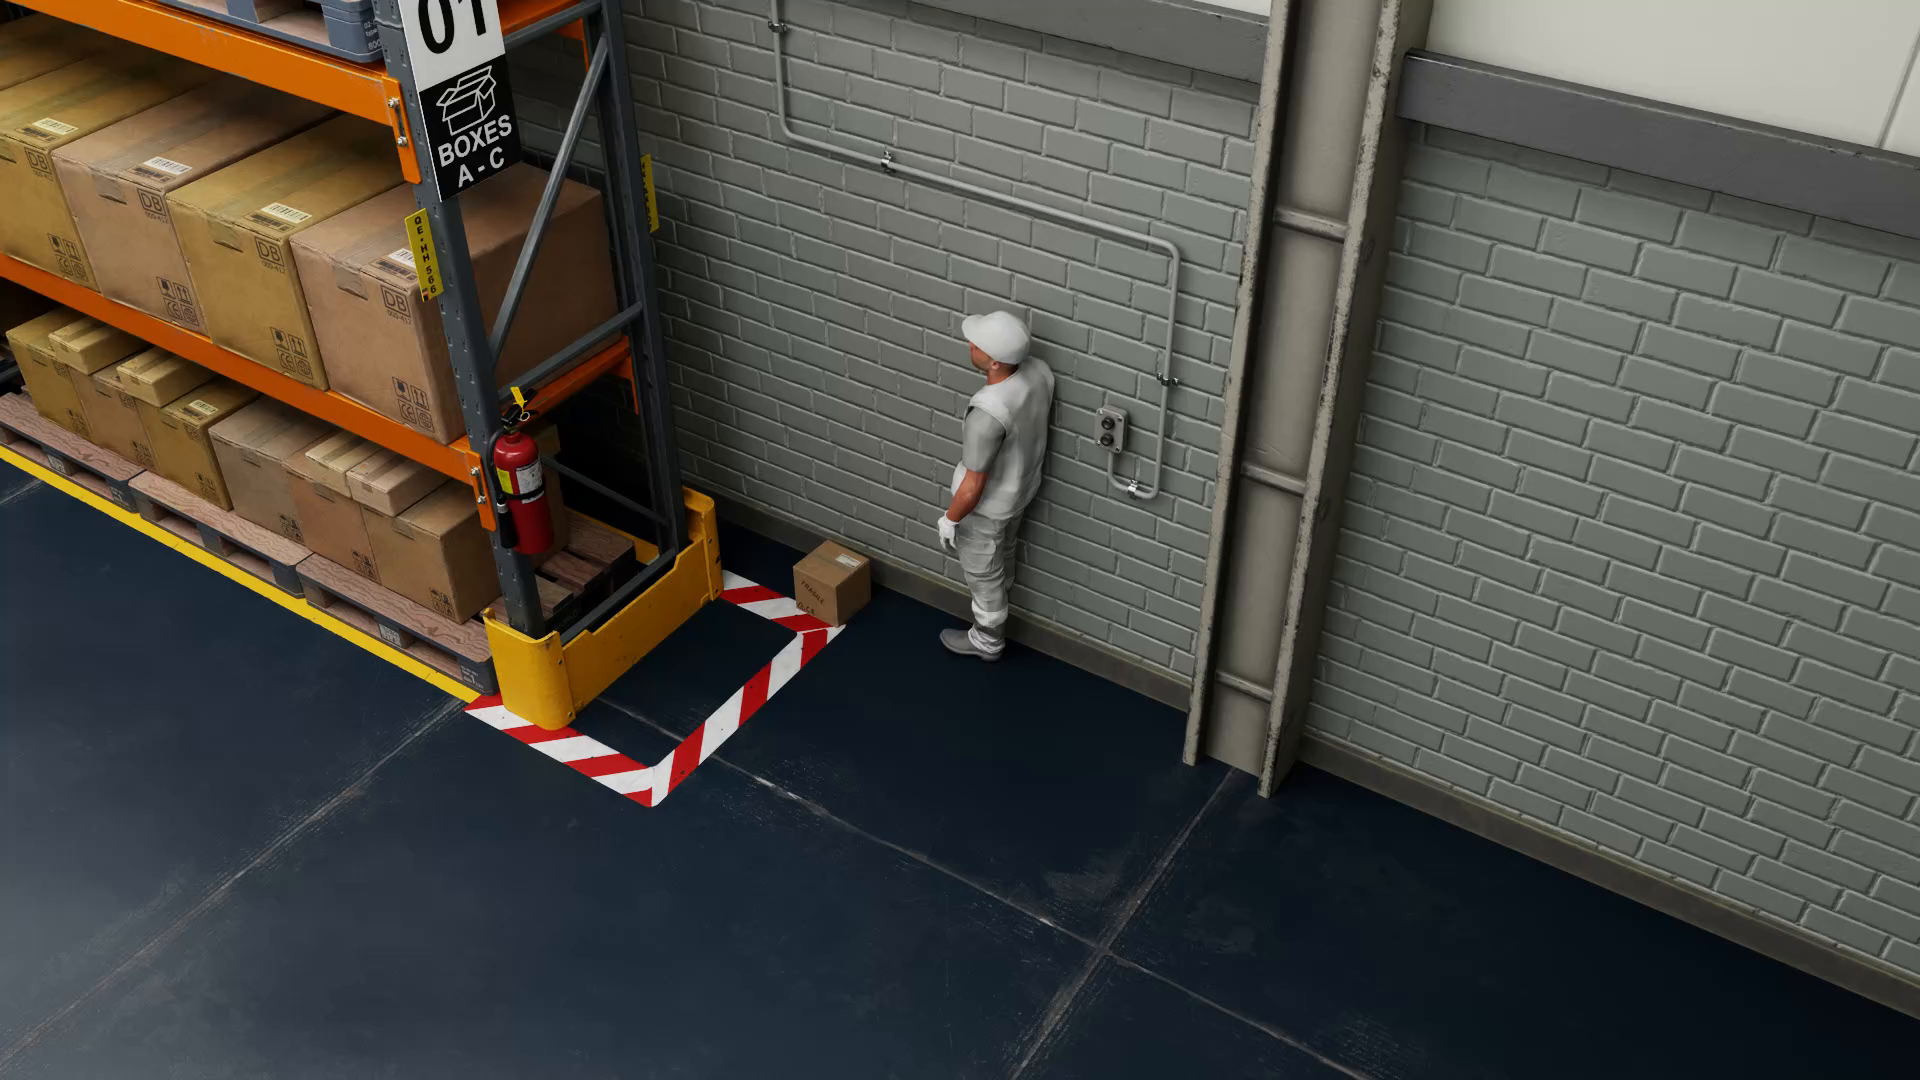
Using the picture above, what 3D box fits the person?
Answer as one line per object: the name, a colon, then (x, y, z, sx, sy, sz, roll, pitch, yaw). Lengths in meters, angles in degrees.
person: (0.080, -0.224, 6.935, 0.564, 1.783, 0.637, 22, 43, 26)
